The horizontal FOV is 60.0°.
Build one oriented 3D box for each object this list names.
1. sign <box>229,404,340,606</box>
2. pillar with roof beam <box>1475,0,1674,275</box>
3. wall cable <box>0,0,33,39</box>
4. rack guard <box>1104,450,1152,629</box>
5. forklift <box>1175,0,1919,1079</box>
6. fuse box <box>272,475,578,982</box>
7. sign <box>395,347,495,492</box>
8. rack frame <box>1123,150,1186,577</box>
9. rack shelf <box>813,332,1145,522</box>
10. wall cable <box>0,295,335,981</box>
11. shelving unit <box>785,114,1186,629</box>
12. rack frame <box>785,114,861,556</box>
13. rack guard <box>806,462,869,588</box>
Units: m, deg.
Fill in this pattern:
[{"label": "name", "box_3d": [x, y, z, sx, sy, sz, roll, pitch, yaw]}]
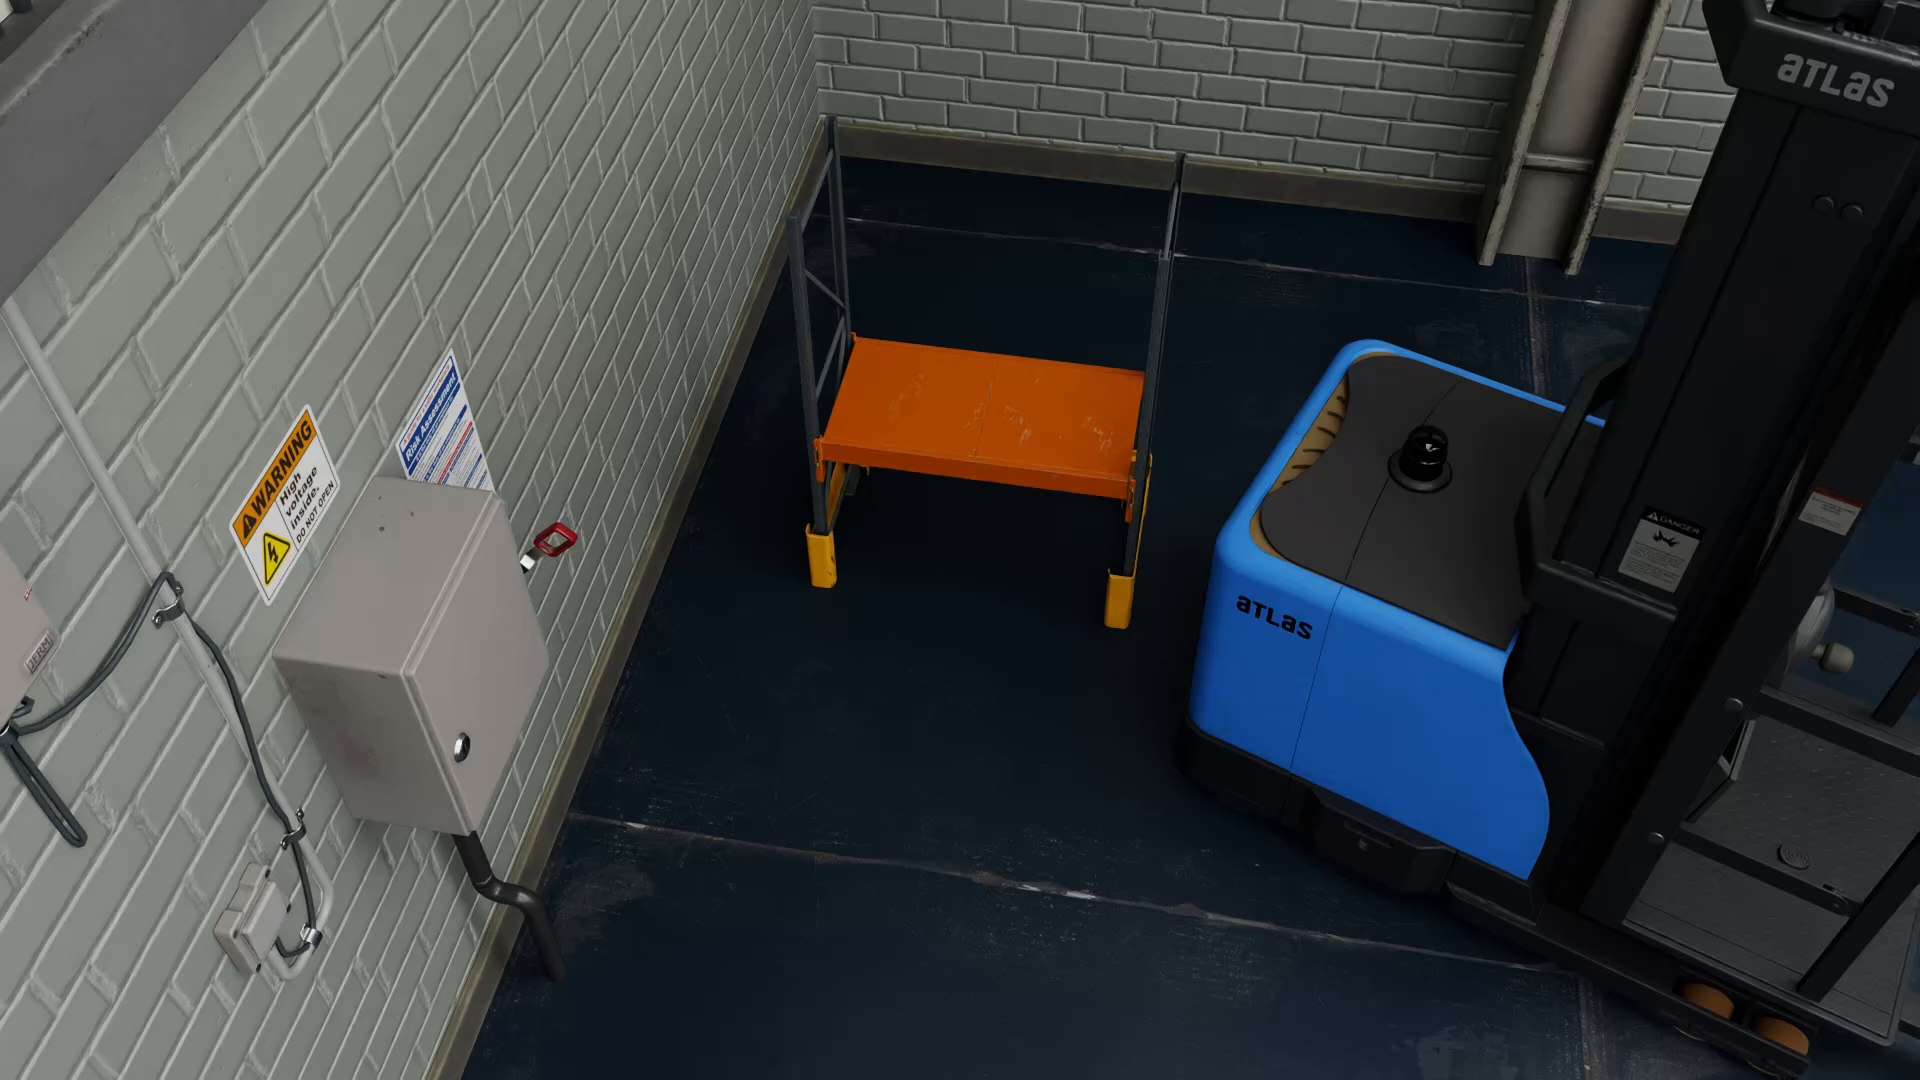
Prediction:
[{"label": "sign", "box_3d": [-1.310, -0.070, 3.241, 0.001, 0.242, 0.339, 8, 49, 7]}, {"label": "pillar with roof beam", "box_3d": [1.560, -1.064, 0.656, 0.400, 9.000, 9.100, 8, 49, 7]}, {"label": "wall cable", "box_3d": [-1.039, -2.708, 2.108, 0.133, 3.039, 2.988, 8, 49, 7]}, {"label": "rack guard", "box_3d": [0.565, -0.008, 5.589, 0.087, 0.250, 0.587, 8, 49, 7]}, {"label": "forklift", "box_3d": [2.184, -0.003, 3.782, 3.031, 2.935, 1.130, 24, 52, 20]}, {"label": "fuse box", "box_3d": [-1.096, 0.624, 4.039, 0.414, 1.711, 0.539, 8, 49, 7]}, {"label": "sign", "box_3d": [-1.212, -0.164, 3.945, 0.001, 0.494, 0.329, 8, 49, 7]}, {"label": "rack frame", "box_3d": [0.584, -0.423, 5.122, 0.032, 1.500, 0.500, 8, 49, 7]}, {"label": "rack shelf", "box_3d": [0.084, -0.370, 5.316, 1.000, 0.185, 0.538, 8, 49, 7]}, {"label": "wall cable", "box_3d": [-1.373, 0.332, 2.752, 0.122, 1.984, 0.588, 8, 49, 7]}, {"label": "shelving unit", "box_3d": [0.075, -0.491, 5.183, 1.083, 1.500, 0.587, 8, 49, 7]}, {"label": "rack frame", "box_3d": [-0.416, -0.557, 5.242, 0.032, 1.500, 0.500, 8, 49, 7]}, {"label": "rack guard", "box_3d": [-0.415, -0.139, 5.707, 0.087, 0.250, 0.587, 8, 49, 7]}]
